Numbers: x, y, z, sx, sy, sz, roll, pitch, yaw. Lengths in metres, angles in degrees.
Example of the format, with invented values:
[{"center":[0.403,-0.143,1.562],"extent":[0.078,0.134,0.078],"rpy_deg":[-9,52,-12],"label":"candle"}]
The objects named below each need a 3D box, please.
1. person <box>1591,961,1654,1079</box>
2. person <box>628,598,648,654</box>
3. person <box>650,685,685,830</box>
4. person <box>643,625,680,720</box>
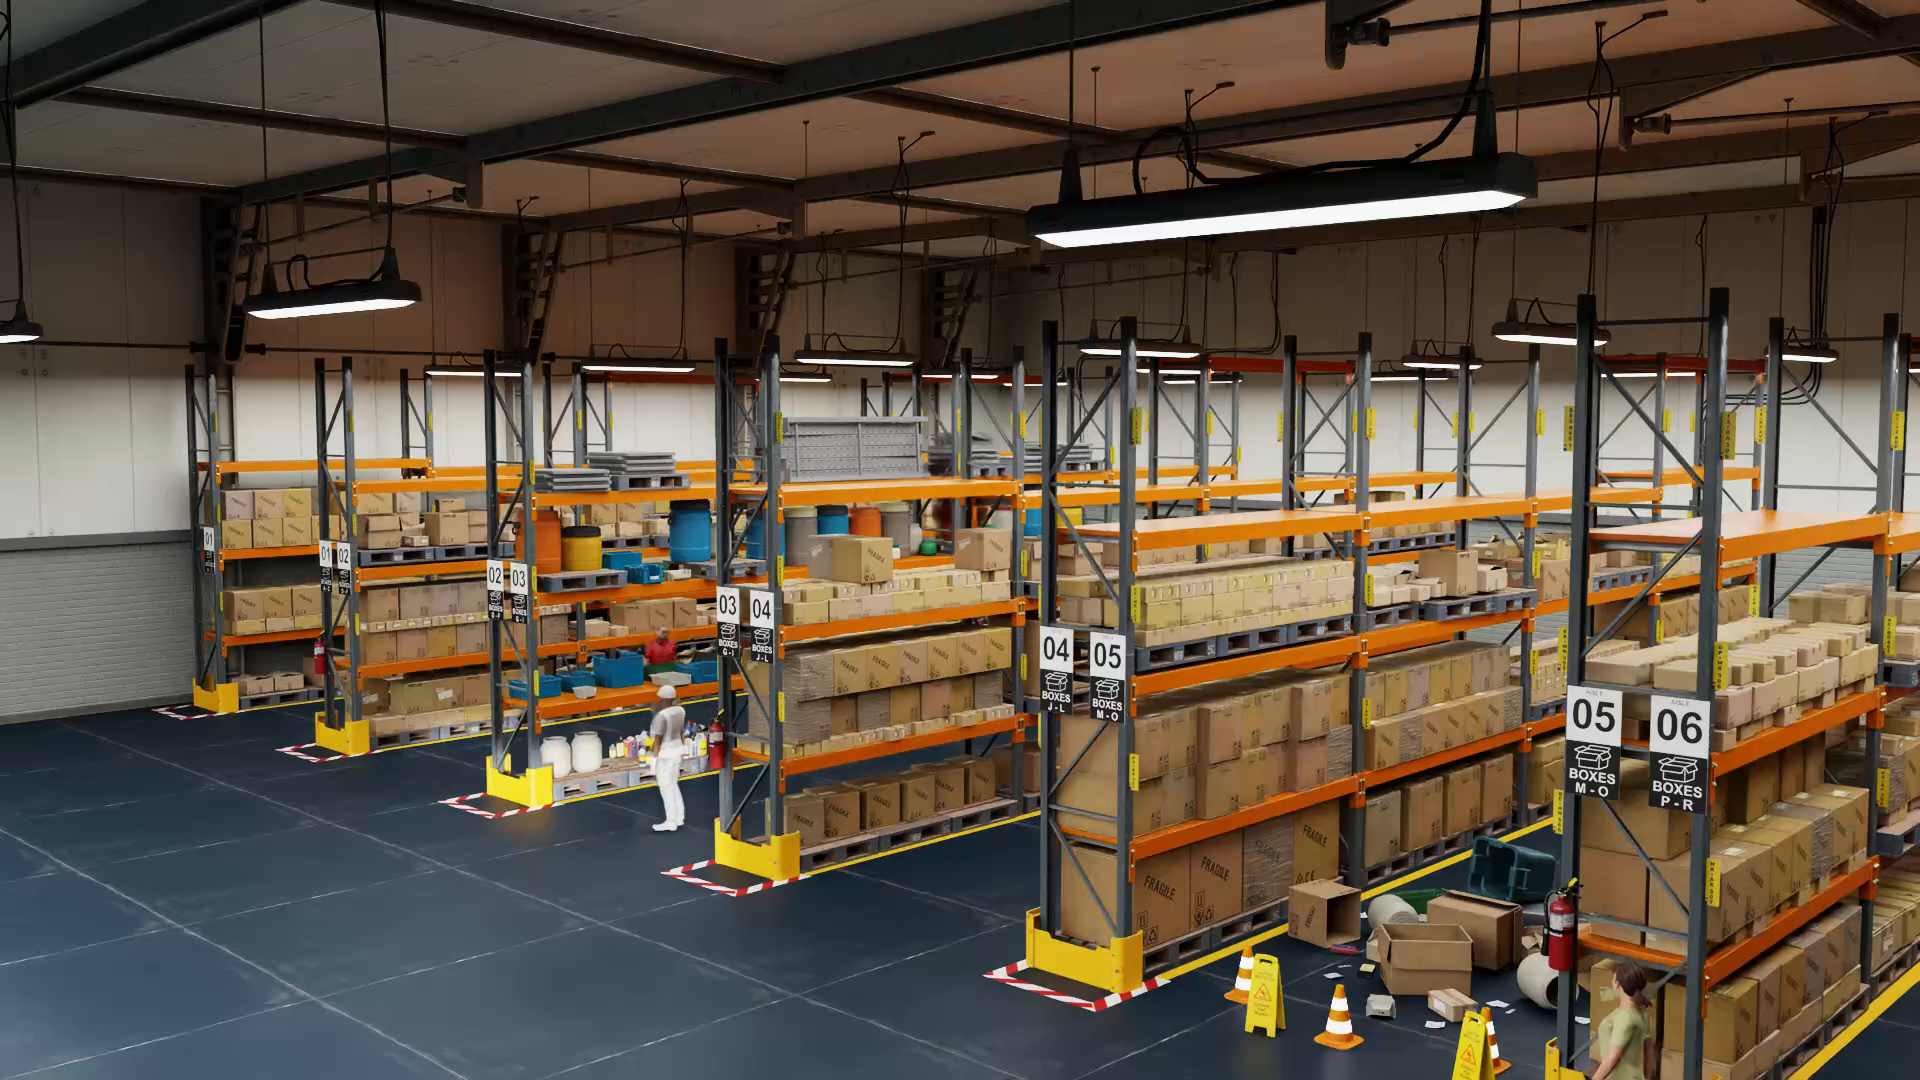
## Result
[{"center":[4.172,3.509,10.702],"extent":[0.969,1.615,0.421],"rpy_deg":[1,4,11],"label":"person"},{"center":[-6.041,1.938,31.373],"extent":[0.621,1.717,0.520],"rpy_deg":[-2,5,-22],"label":"person"},{"center":[-3.630,2.701,20.592],"extent":[0.370,1.819,0.667],"rpy_deg":[2,5,20],"label":"person"},{"center":[-4.874,2.274,27.038],"extent":[0.622,1.795,0.369],"rpy_deg":[-3,5,-30],"label":"person"}]
